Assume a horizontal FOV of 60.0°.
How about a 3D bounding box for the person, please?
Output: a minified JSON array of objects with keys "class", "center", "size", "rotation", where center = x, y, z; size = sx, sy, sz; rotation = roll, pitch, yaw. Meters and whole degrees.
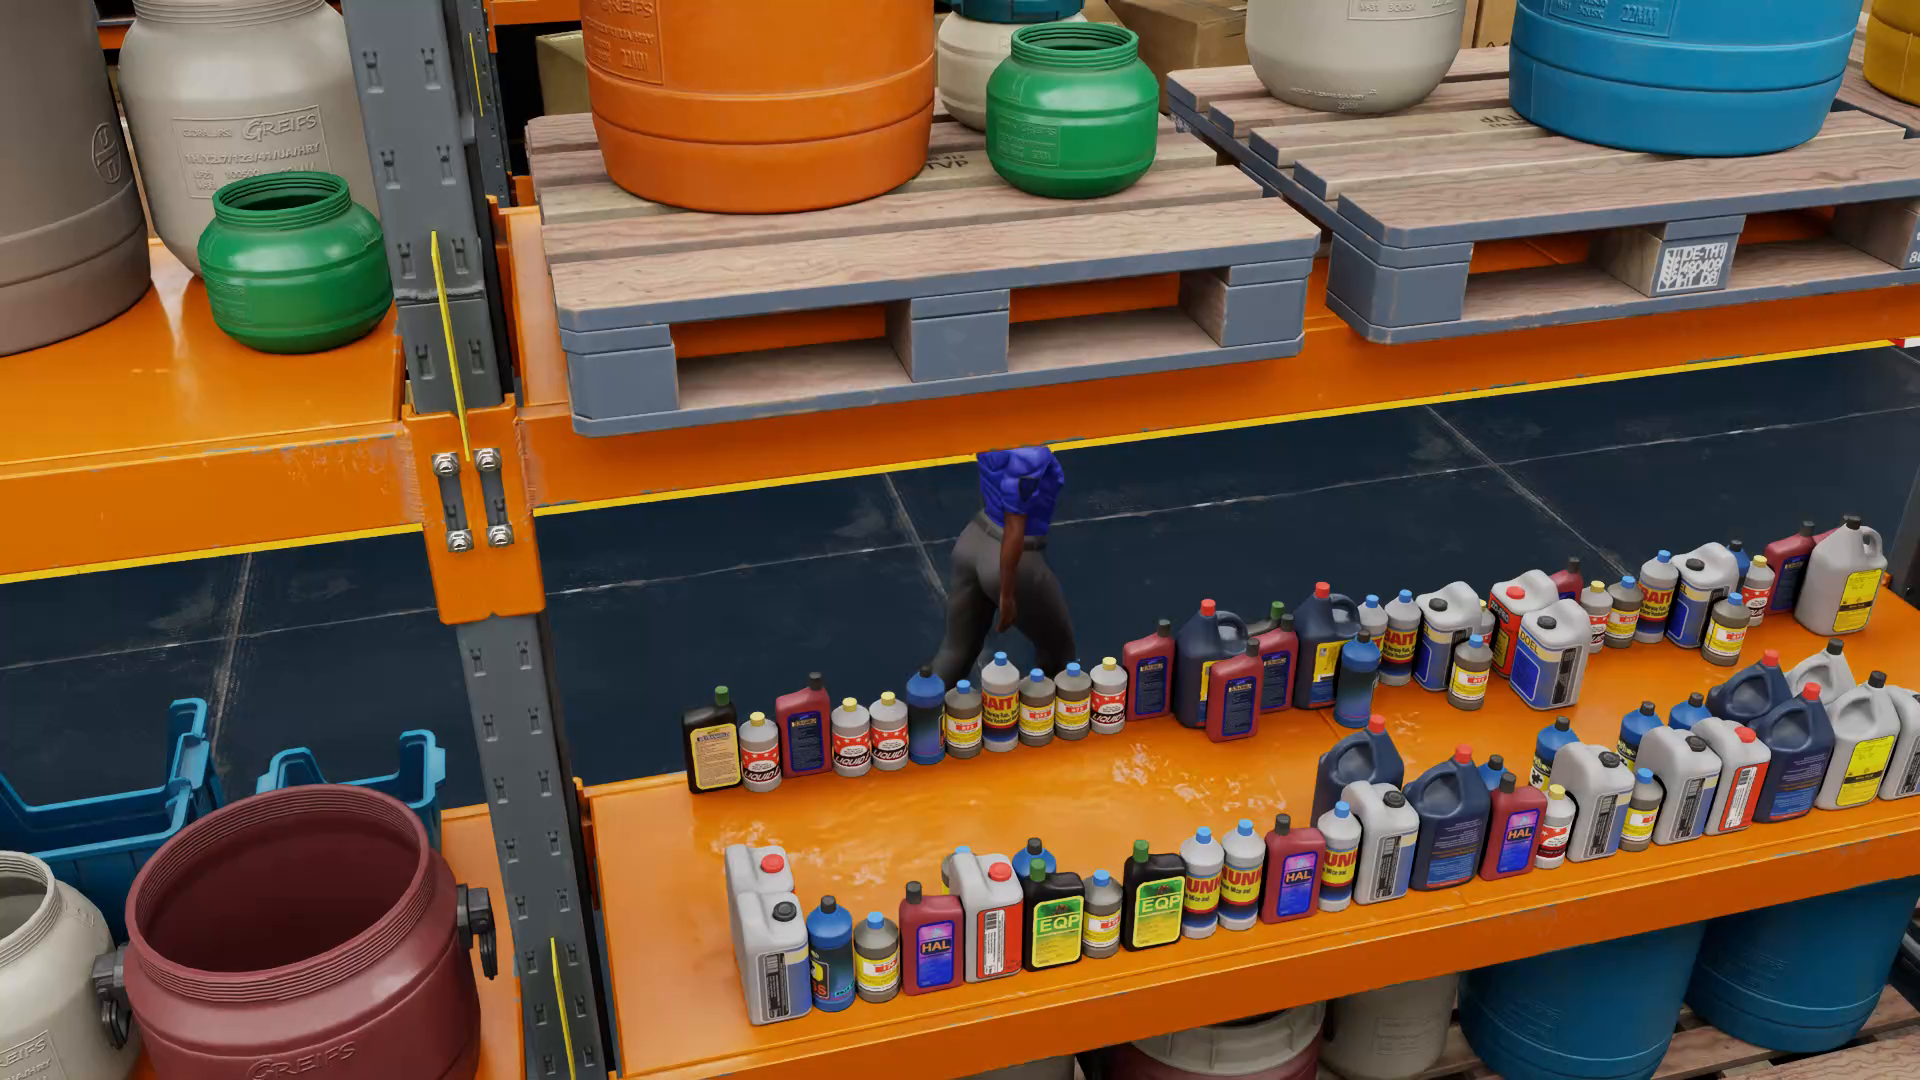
[{"class":"person","center":[0.194,0.072,6.028],"size":[0.846,1.616,0.476],"rotation":[-17,34,-26]}]
